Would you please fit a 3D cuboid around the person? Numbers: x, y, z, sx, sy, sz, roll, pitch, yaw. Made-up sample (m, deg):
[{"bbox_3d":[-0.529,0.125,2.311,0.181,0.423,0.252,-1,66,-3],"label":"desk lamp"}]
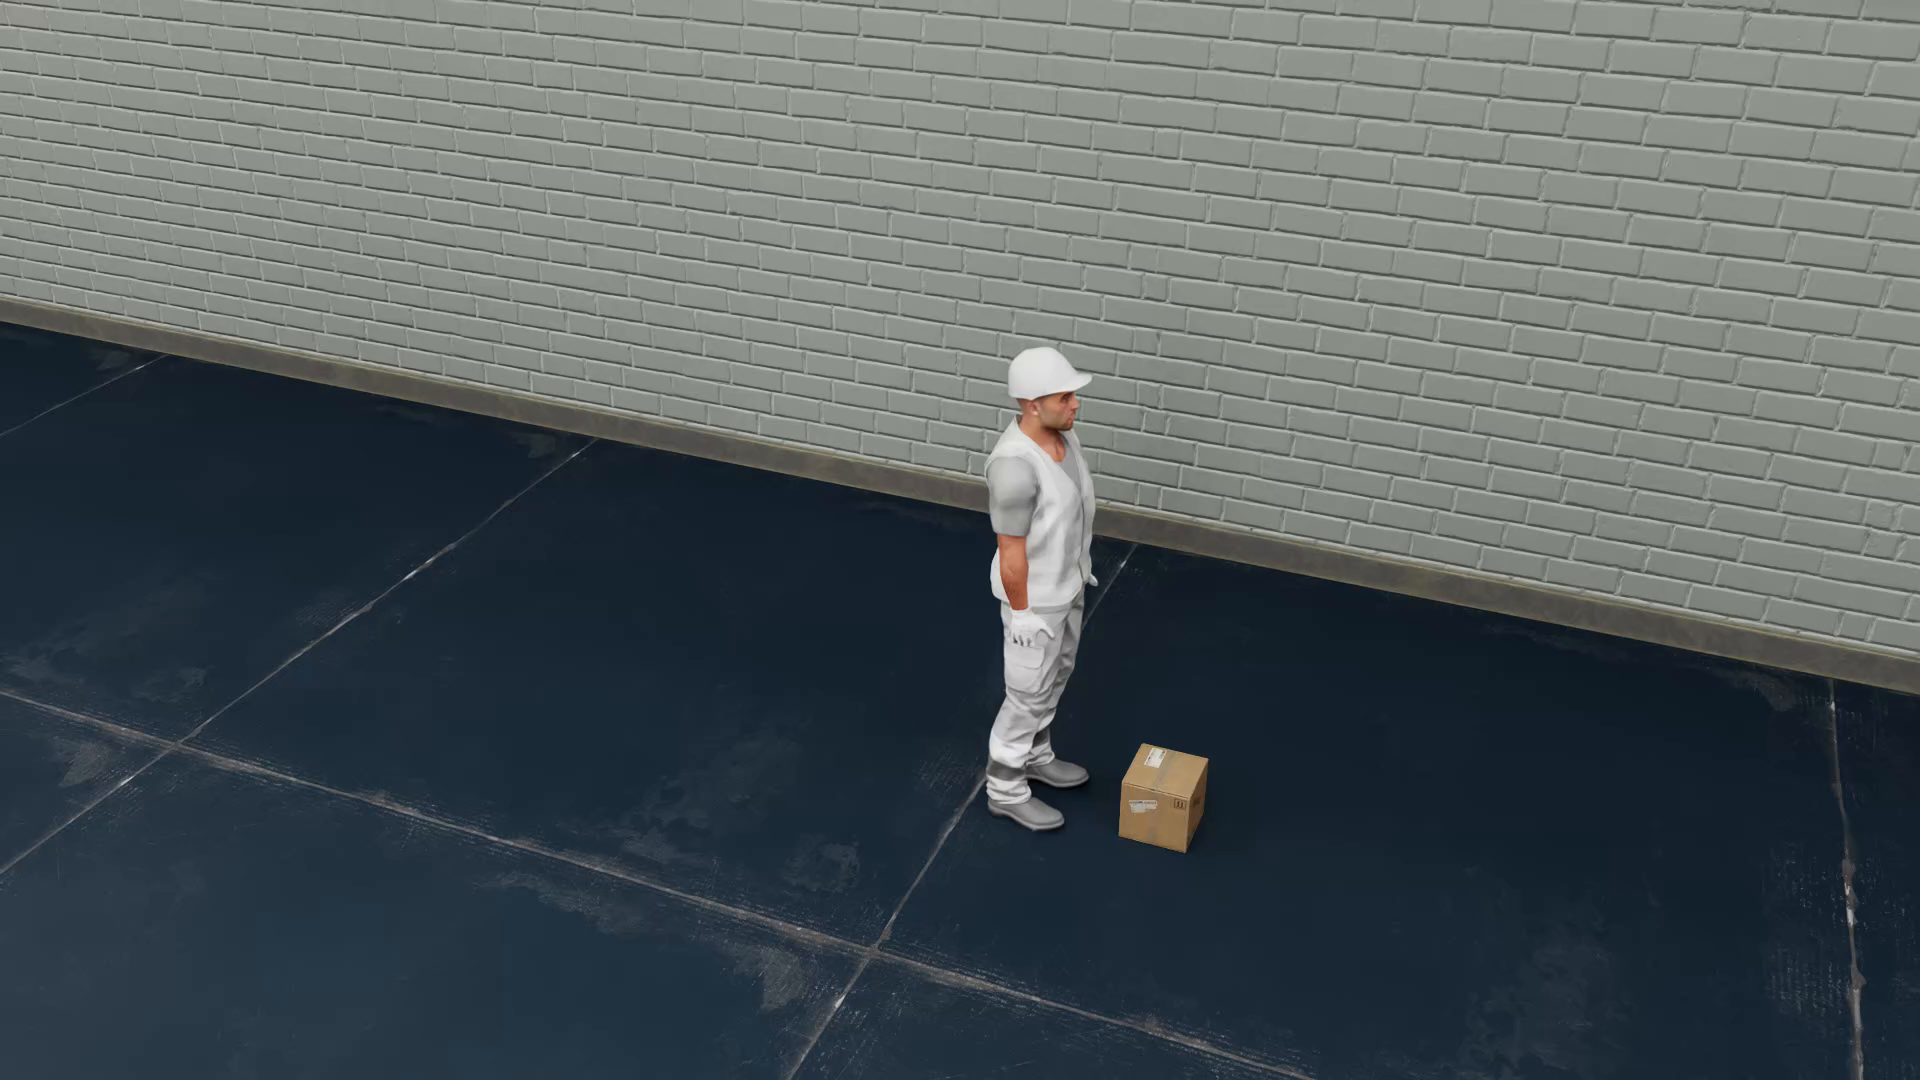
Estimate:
[{"bbox_3d":[0.287,0.167,5.805,0.334,1.788,0.524,12,31,20],"label":"person"}]
